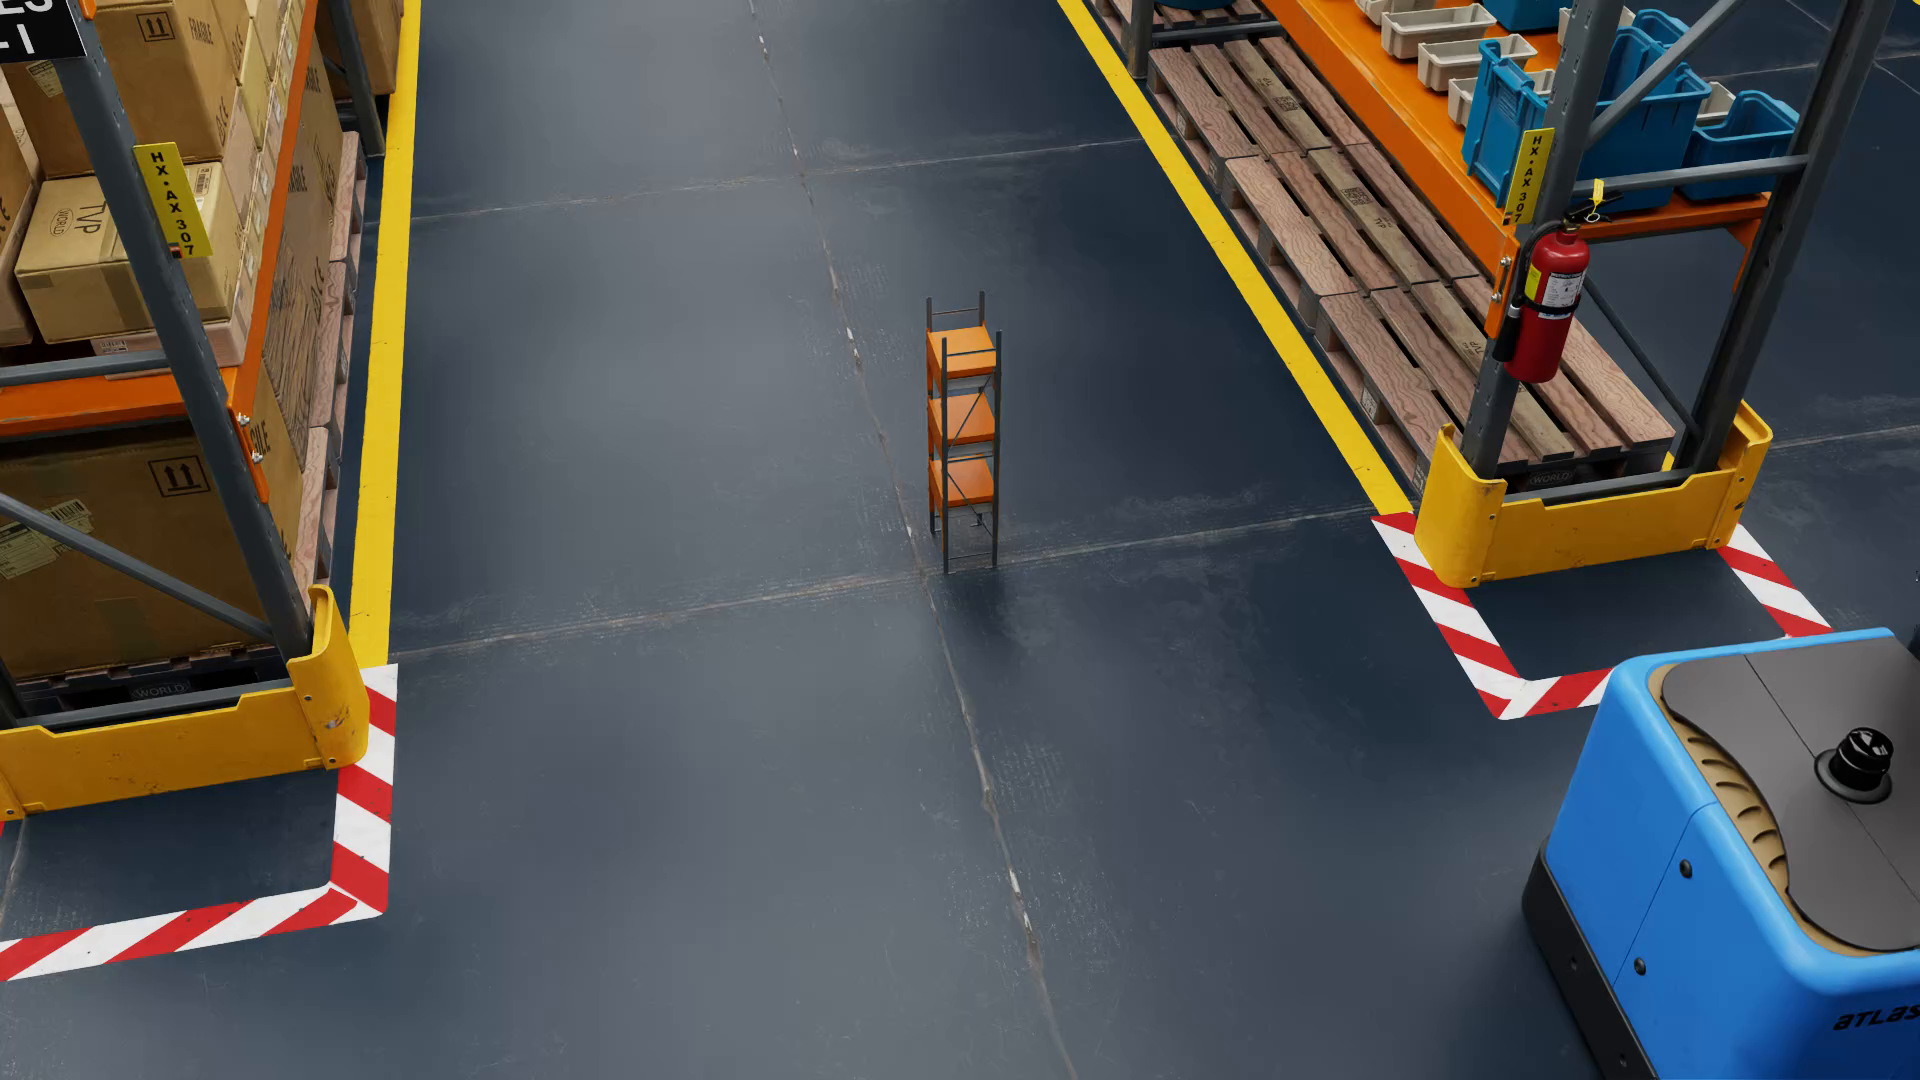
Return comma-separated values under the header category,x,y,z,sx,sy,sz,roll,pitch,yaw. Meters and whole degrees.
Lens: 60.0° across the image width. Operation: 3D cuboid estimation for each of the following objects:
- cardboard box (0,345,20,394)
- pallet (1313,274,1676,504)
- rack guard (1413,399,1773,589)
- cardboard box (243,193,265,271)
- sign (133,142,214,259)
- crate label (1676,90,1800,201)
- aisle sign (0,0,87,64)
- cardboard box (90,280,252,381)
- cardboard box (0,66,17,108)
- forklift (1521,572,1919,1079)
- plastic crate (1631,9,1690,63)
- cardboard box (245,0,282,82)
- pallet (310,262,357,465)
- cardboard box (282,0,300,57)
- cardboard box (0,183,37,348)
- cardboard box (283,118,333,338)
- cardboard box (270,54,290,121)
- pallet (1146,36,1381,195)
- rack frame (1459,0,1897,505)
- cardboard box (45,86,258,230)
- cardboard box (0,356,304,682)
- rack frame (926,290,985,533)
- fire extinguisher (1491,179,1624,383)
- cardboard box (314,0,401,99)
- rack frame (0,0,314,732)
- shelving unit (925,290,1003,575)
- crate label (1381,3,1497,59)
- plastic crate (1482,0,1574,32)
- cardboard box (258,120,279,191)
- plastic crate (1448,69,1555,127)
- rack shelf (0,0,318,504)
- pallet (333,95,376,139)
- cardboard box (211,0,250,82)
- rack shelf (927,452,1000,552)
category,x,y,z,sx,sy,sz,roll,pitch,yaw
cardboard box,-2.950,-0.525,4.771,0.380,0.149,0.250,-8,42,-8
pallet,2.144,-0.642,6.814,1.003,0.211,1.213,-8,42,-9
rack guard,2.302,-0.196,6.094,1.175,0.500,0.348,-8,42,-9
cardboard box,-2.419,-0.950,5.250,0.380,0.149,0.250,-9,42,-10
sign,-2.009,-0.864,4.252,0.100,0.325,0.005,-8,42,-9
crate label,2.552,-1.312,5.549,0.416,0.233,0.303,-8,42,-9
aisle sign,-2.244,-1.403,3.613,0.394,0.787,0.004,-8,42,-9
cardboard box,-2.306,-0.618,4.876,0.380,0.149,0.250,-8,42,-9
cardboard box,-3.135,-1.425,5.485,0.500,0.250,0.500,-10,43,-11
forklift,3.224,0.177,3.843,3.031,2.935,1.130,-6,42,-7
plastic crate,2.410,-1.738,6.030,0.416,0.233,0.300,-8,42,-9
cardboard box,-2.733,-1.840,5.952,0.500,0.250,0.500,-9,42,-10
pallet,-3.061,-0.688,6.866,1.003,0.211,1.213,-8,42,-9
cardboard box,-2.752,-1.950,6.377,0.380,0.149,0.250,-9,42,-10
cardboard box,-2.916,-0.766,4.742,0.500,0.250,0.500,-9,42,-10
cardboard box,-3.157,-1.367,6.815,0.875,0.875,0.875,-8,42,-9
cardboard box,-2.640,-1.615,5.999,0.380,0.149,0.250,-9,42,-10
pallet,1.617,-2.223,8.596,1.003,0.211,1.213,-8,42,-9
rack frame,2.284,-1.145,5.280,1.000,3.000,0.127,-8,42,-9
cardboard box,-2.511,-1.176,5.204,0.500,0.250,0.500,-9,42,-10
cardboard box,-2.768,-0.201,5.501,0.875,0.875,0.875,-8,42,-9
rack frame,-0.015,-0.437,5.951,0.200,1.050,0.008,-8,42,-9
fire extinguisher,1.873,-0.813,5.246,0.296,0.674,0.183,-8,42,-9
cardboard box,-3.573,-2.802,8.431,1.225,0.875,0.875,-8,42,-9
rack frame,-2.552,-0.435,4.480,1.000,3.000,0.127,-8,42,-9
shelving unit,0.012,-0.358,5.862,0.215,1.050,0.252,-8,42,-9
crate label,1.799,-1.938,6.327,0.396,0.136,0.243,-8,42,-9
plastic crate,2.268,-2.165,6.510,0.416,0.233,0.300,-8,42,-9
cardboard box,-2.530,-1.284,5.626,0.380,0.149,0.250,-9,42,-10
plastic crate,1.931,-1.571,5.914,0.396,0.136,0.243,-8,42,-9
rack shelf,-2.984,-1.462,6.180,1.077,0.370,4.000,-8,42,-9
pallet,-3.656,-2.474,8.878,1.003,0.211,1.213,-8,42,-9
cardboard box,-2.618,-1.779,5.319,0.500,0.500,0.500,-9,42,-10
rack shelf,0.012,-0.142,6.054,0.215,0.259,0.240,-8,42,-9
